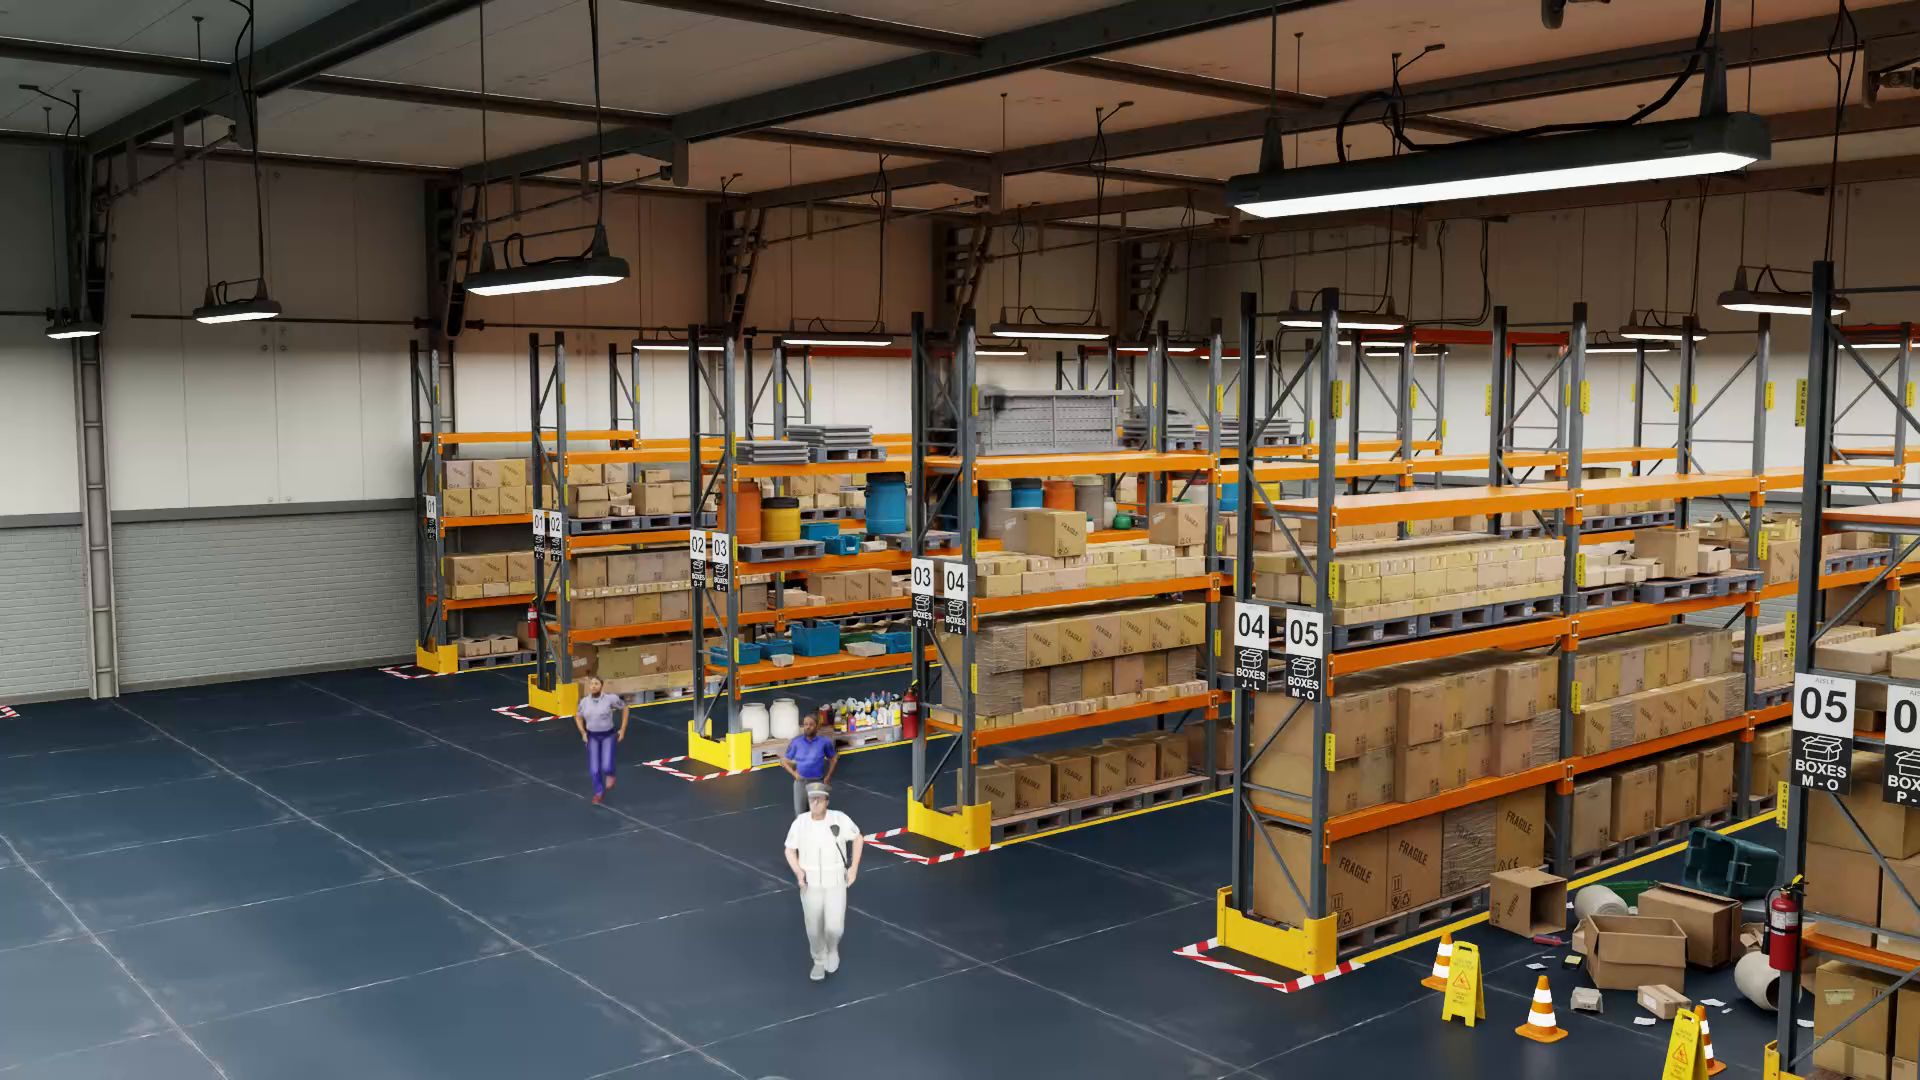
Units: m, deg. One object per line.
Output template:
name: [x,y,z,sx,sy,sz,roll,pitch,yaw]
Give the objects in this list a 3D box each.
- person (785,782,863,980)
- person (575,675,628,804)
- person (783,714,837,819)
person: [-1.192,2.965,14.437,0.674,1.746,0.541,0,5,0]
person: [-4.451,2.514,20.609,0.616,1.533,0.615,0,5,1]
person: [-1.624,2.697,17.960,0.578,1.670,0.743,0,5,4]
